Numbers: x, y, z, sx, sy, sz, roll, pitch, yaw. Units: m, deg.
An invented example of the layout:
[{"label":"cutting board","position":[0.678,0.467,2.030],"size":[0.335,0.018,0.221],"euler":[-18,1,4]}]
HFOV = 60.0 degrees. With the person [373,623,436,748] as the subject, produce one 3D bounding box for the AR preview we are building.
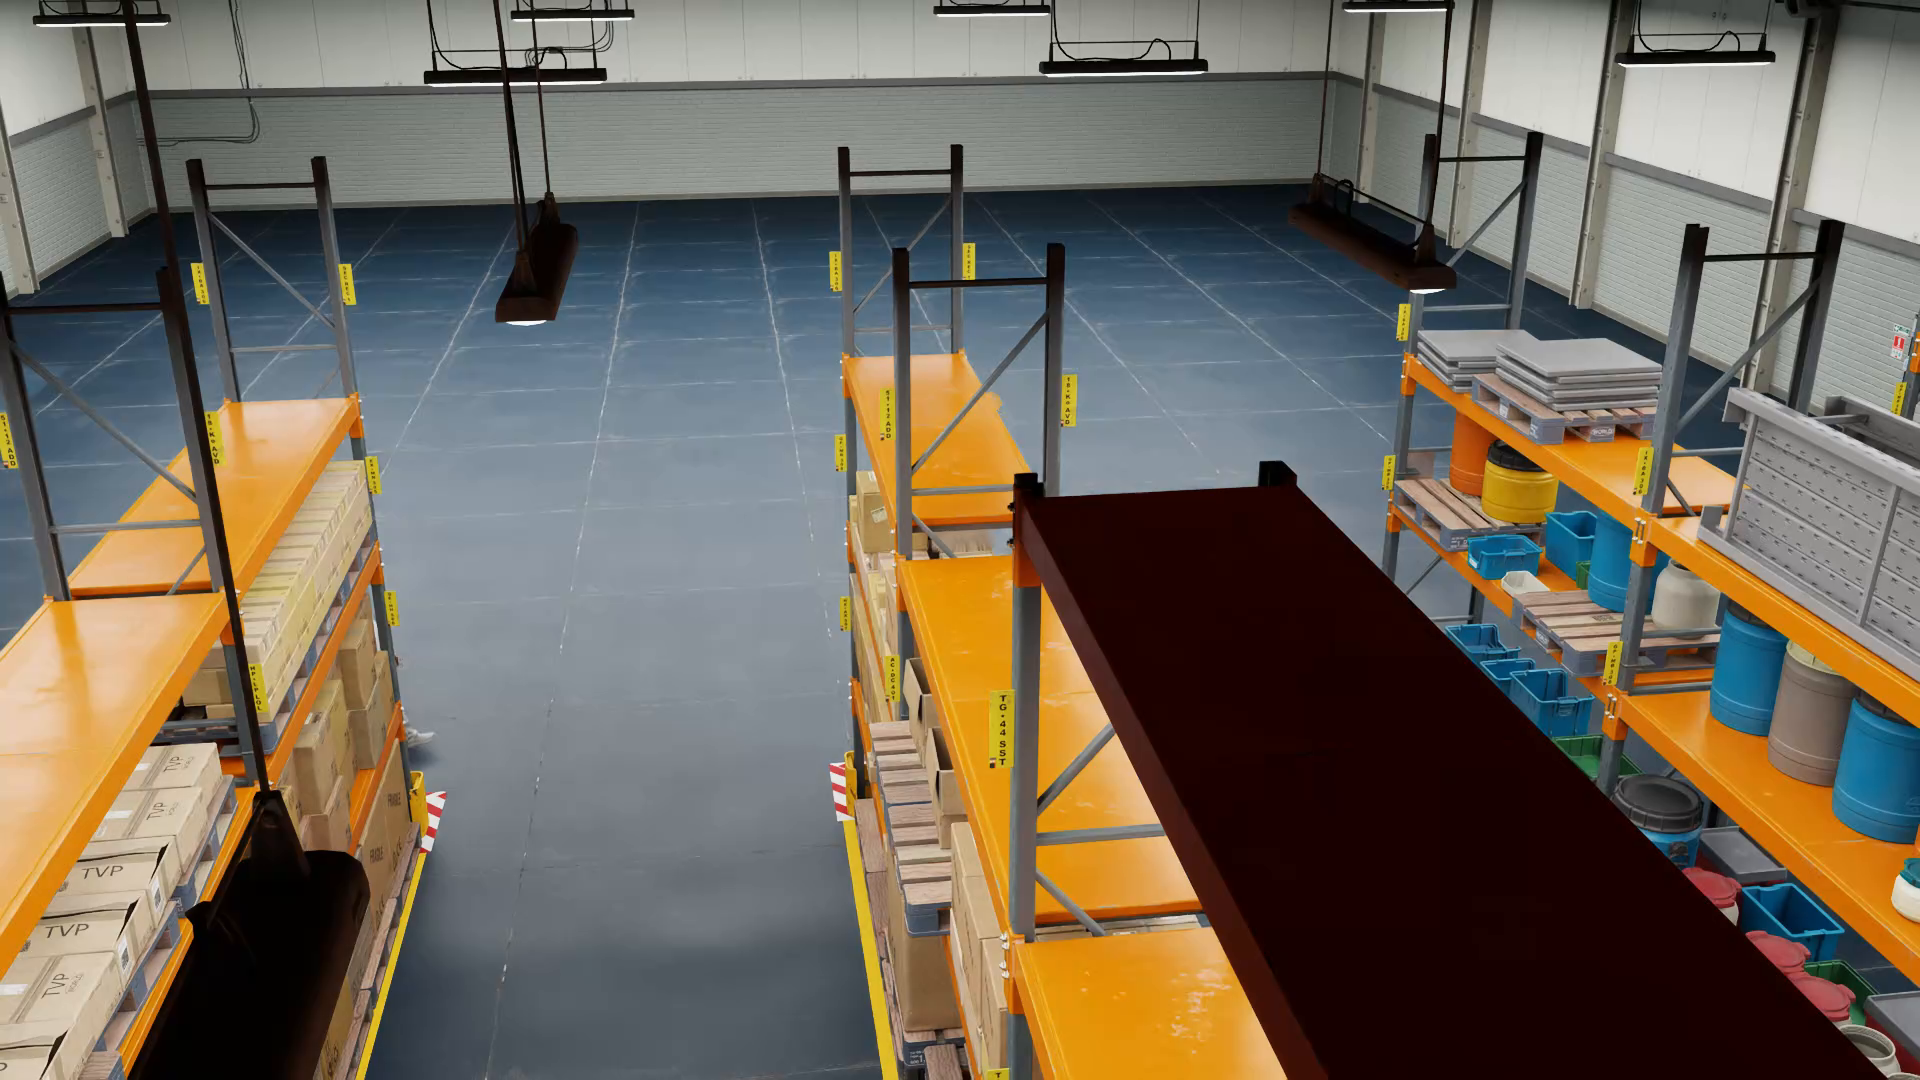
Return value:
[{"label":"person","position":[-5.746,1.251,16.152],"size":[1.037,1.734,0.543],"euler":[-12,24,-27]}]
